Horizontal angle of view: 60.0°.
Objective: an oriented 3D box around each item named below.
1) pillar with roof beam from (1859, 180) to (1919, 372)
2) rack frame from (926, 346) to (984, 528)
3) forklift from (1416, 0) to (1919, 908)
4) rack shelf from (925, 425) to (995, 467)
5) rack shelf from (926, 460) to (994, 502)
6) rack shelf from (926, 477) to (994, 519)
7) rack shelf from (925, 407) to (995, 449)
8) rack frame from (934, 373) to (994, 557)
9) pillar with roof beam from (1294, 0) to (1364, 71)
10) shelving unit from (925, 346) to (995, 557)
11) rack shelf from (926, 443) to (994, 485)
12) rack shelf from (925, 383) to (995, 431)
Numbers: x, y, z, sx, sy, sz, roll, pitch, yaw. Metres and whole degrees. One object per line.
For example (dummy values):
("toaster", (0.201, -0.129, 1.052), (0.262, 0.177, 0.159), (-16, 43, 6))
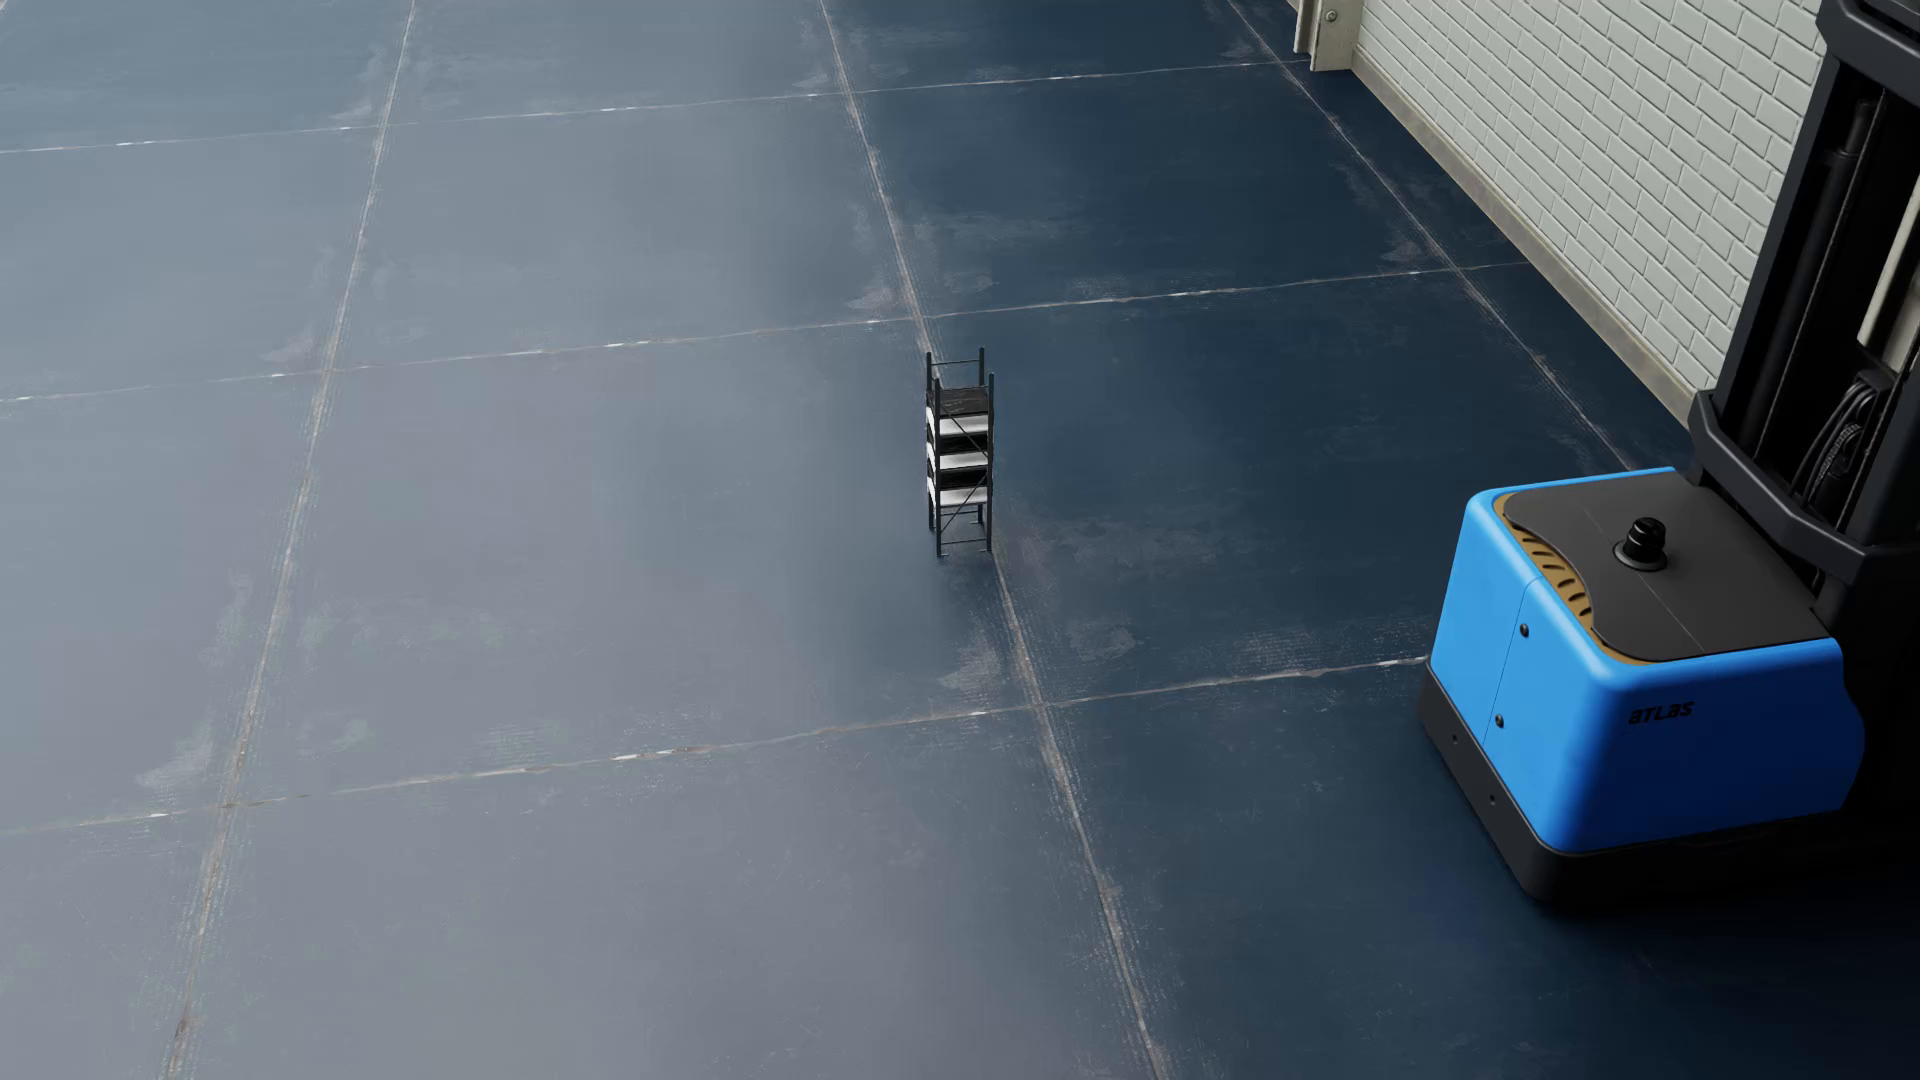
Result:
("pillar with roof beam", (-0.659, -2.808, 3.530), (9.100, 9.000, 0.400), (-6, 38, -8))
("rack frame", (-0.019, -0.422, 7.059), (0.240, 0.900, 0.006), (-6, 38, -8))
("forklift", (3.296, -0.370, 5.338), (3.031, 2.935, 1.130), (-7, 38, -9))
("rack shelf", (-0.001, -0.405, 6.945), (0.258, 0.077, 0.200), (-6, 38, -8))
("rack shelf", (-0.001, -0.263, 7.056), (0.258, 0.077, 0.200), (-6, 38, -8))
("rack shelf", (-0.001, -0.192, 7.111), (0.258, 0.077, 0.200), (-6, 38, -8))
("rack shelf", (-0.001, -0.476, 6.890), (0.258, 0.077, 0.200), (-6, 38, -8))
("rack frame", (0.016, -0.299, 6.901), (0.240, 0.900, 0.006), (-6, 38, -8))
("pillar with roof beam", (-1.711, -6.432, 8.195), (9.100, 9.000, 0.400), (-6, 38, -8))
("shelving unit", (-0.001, -0.360, 6.980), (0.258, 0.900, 0.210), (-6, 38, -8))
("rack shelf", (-0.001, -0.334, 7.001), (0.258, 0.077, 0.200), (-6, 38, -8))
("rack shelf", (-0.001, -0.547, 6.835), (0.258, 0.077, 0.200), (-6, 38, -8))
